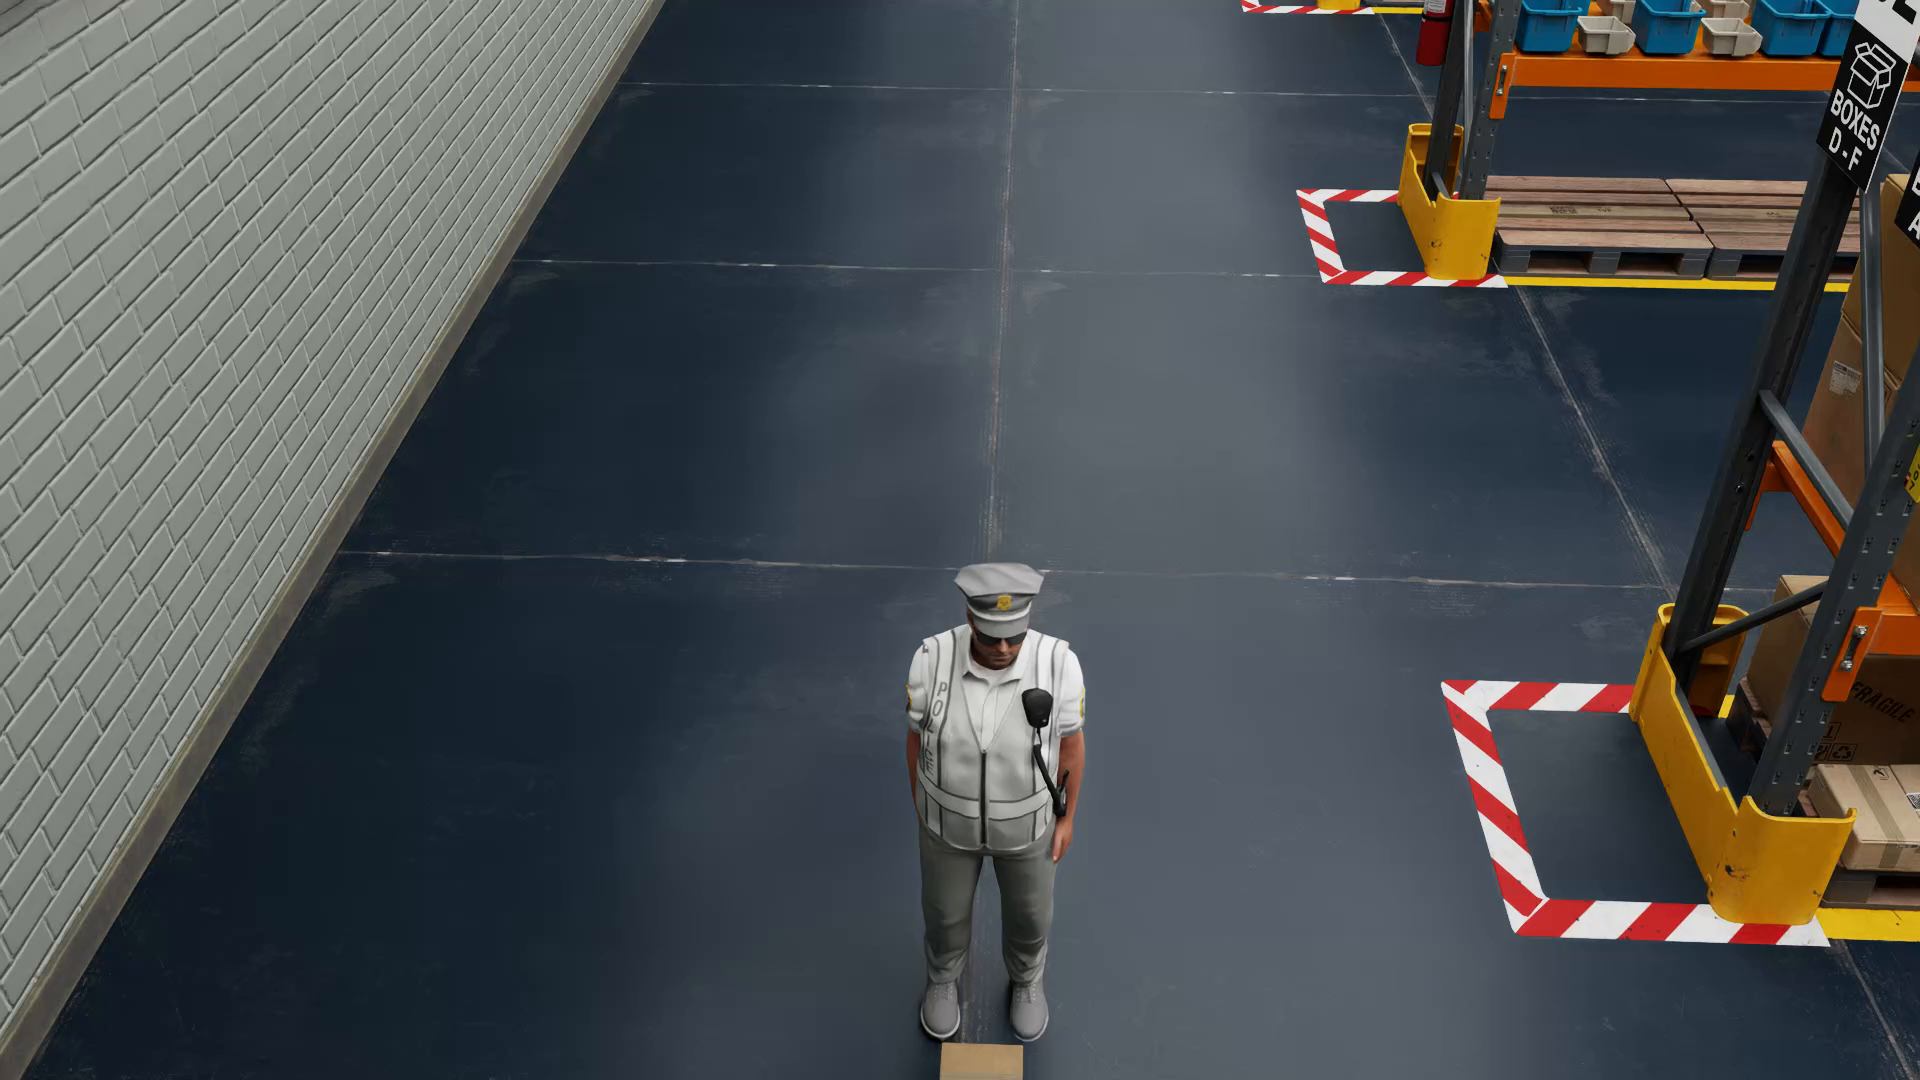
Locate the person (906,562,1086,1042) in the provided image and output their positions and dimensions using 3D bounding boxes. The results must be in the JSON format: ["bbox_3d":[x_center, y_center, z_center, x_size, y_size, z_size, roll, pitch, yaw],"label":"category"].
[{"bbox_3d":[0.102,0.820,5.000,0.527,1.769,0.393,2,36,3],"label":"person"}]
